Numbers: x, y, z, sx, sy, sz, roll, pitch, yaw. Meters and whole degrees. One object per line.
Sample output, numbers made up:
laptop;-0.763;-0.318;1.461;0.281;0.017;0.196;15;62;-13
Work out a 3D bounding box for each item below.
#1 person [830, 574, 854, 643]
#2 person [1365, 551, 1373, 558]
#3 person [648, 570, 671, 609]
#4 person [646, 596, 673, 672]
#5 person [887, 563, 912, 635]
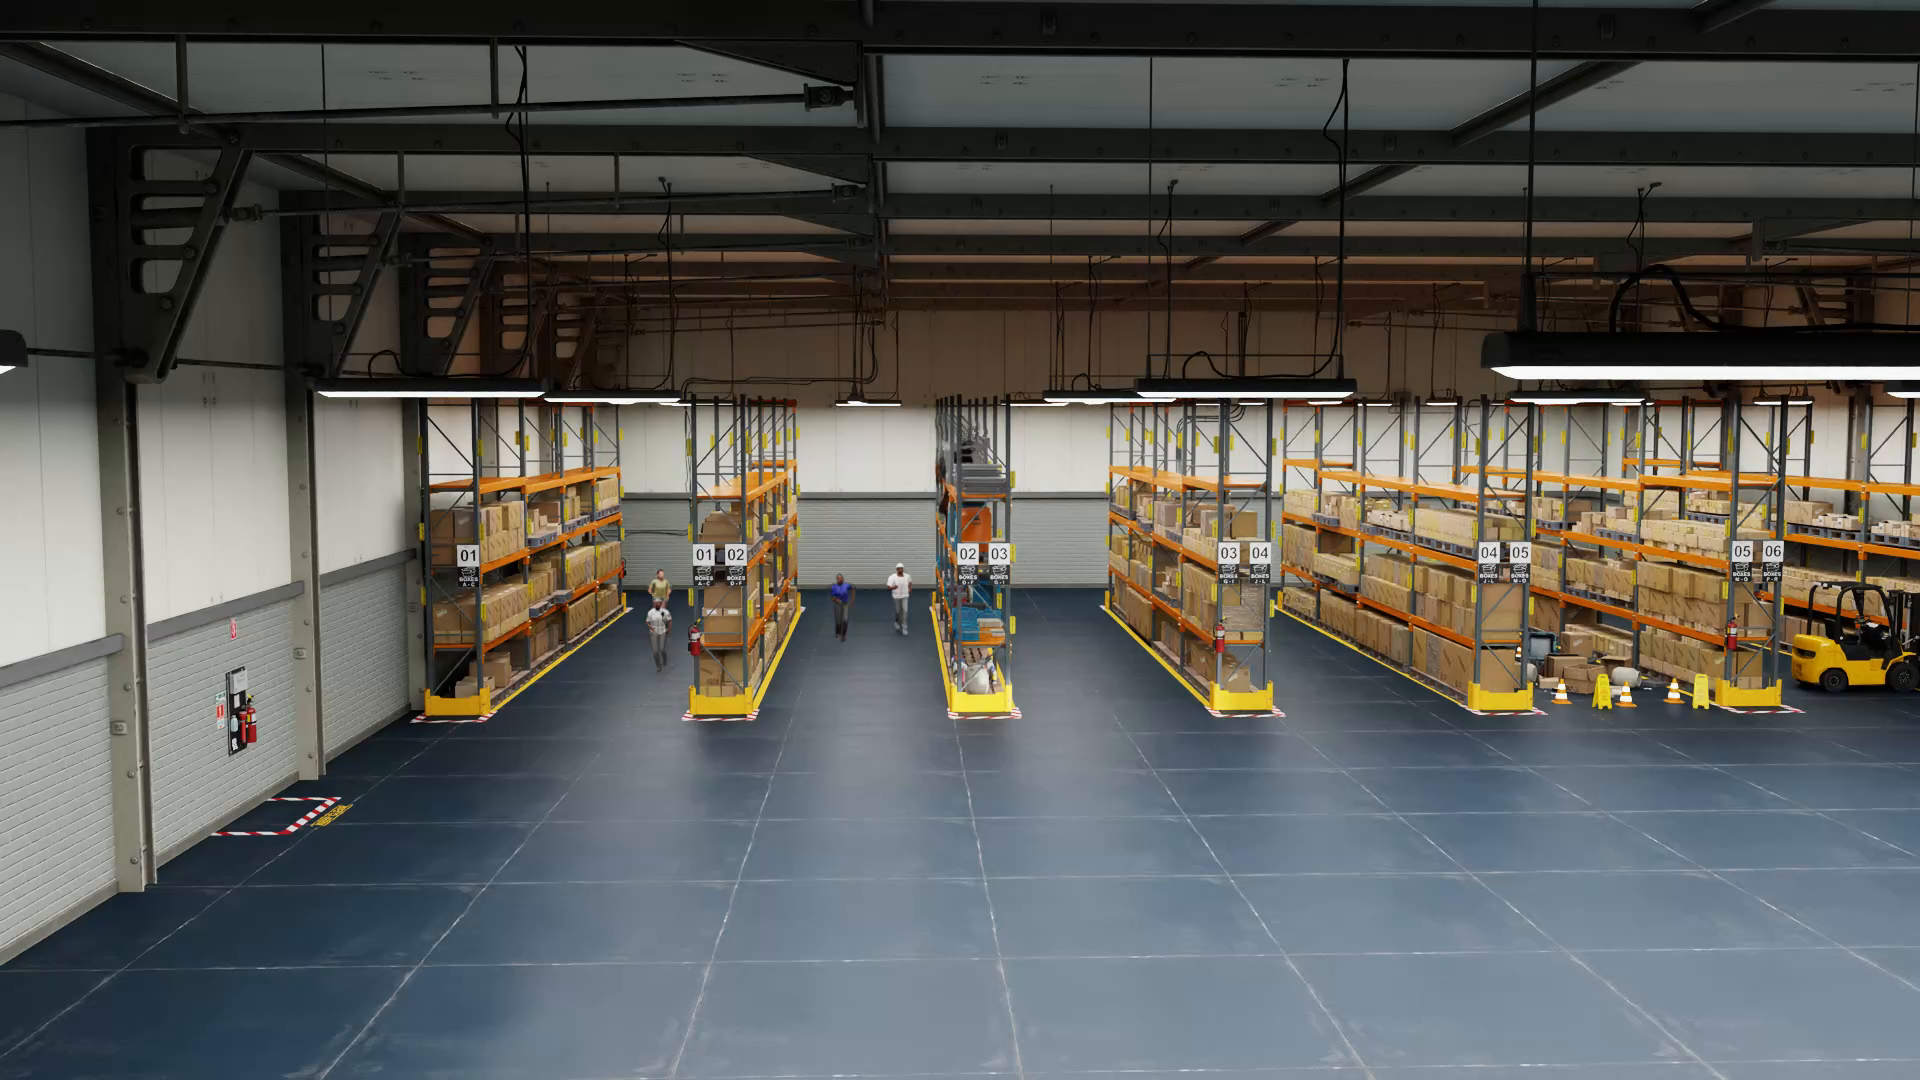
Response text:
person;-2.785;1.615;39.361;0.584;1.655;0.811;0;5;-5
person;11.501;1.163;46.914;0.723;1.716;0.751;-2;5;-19
person;-7.656;1.618;42.466;0.576;1.560;0.654;-1;5;-18
person;-6.561;2.052;36.207;0.569;1.661;0.533;0;5;-3
person;-1.525;1.479;42.416;0.689;1.788;0.912;-1;5;-11
